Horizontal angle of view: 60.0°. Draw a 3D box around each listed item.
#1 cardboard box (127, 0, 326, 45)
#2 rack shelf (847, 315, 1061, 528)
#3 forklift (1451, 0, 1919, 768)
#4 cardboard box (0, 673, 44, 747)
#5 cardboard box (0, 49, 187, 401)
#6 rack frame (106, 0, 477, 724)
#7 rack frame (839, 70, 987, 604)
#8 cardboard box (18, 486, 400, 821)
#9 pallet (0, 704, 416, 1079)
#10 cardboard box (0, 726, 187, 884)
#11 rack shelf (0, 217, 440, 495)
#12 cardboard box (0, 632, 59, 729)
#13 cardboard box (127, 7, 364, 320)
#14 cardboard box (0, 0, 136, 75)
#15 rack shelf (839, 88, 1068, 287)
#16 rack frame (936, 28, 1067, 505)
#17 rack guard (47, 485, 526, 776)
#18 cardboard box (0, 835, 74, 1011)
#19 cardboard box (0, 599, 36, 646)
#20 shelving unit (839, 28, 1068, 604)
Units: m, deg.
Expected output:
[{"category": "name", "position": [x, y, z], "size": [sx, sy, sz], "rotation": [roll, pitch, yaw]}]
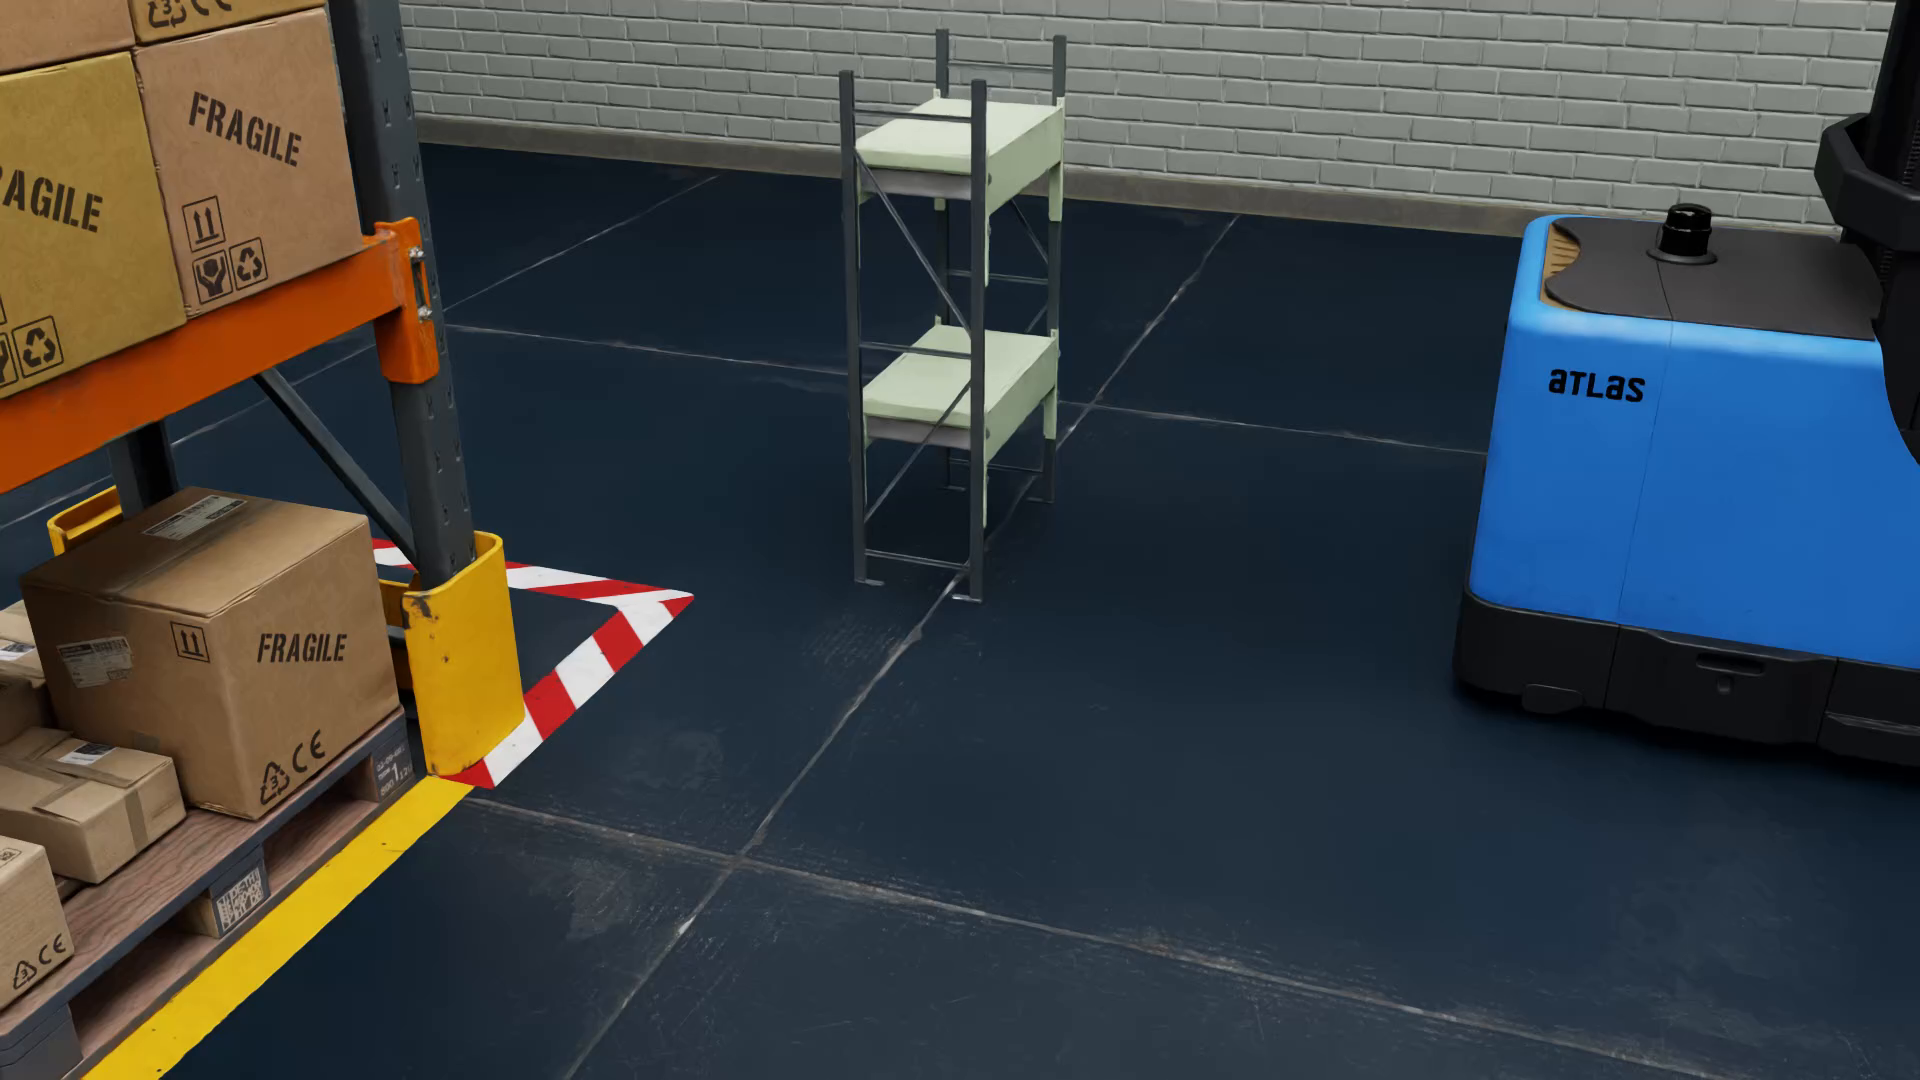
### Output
[{"category": "cardboard box", "position": [-1.579, -1.225, 3.075], "size": [0.500, 0.500, 0.500], "rotation": [9, 27, 17]}, {"category": "rack shelf", "position": [-0.002, -0.379, 5.060], "size": [0.431, 0.370, 0.720], "rotation": [9, 27, 17]}, {"category": "forklift", "position": [2.870, -0.876, 3.695], "size": [3.031, 2.935, 1.130], "rotation": [9, 27, 18]}, {"category": "cardboard box", "position": [-2.305, 0.475, 3.477], "size": [0.500, 0.250, 0.500], "rotation": [9, 27, 17]}, {"category": "cardboard box", "position": [-1.751, -0.560, 2.850], "size": [0.500, 0.500, 0.500], "rotation": [9, 27, 18]}, {"category": "rack frame", "position": [-1.690, -0.952, 3.775], "size": [1.000, 3.000, 0.127], "rotation": [9, 27, 17]}, {"category": "rack frame", "position": [-0.124, -0.522, 4.607], "size": [0.400, 1.500, 0.023], "rotation": [9, 27, 17]}, {"category": "cardboard box", "position": [-1.638, 0.234, 3.688], "size": [0.500, 0.500, 0.500], "rotation": [9, 27, 17]}, {"category": "pallet", "position": [-1.979, 0.662, 3.641], "size": [1.003, 0.211, 1.213], "rotation": [9, 27, 17]}, {"category": "cardboard box", "position": [-1.858, 0.537, 3.444], "size": [0.380, 0.166, 0.250], "rotation": [9, 27, 17]}, {"category": "rack shelf", "position": [-2.355, 0.193, 2.234], "size": [1.077, 0.370, 4.000], "rotation": [9, 27, 17]}, {"category": "cardboard box", "position": [-2.236, 0.350, 3.832], "size": [0.380, 0.166, 0.250], "rotation": [9, 27, 17]}, {"category": "cardboard box", "position": [-1.582, -0.774, 3.291], "size": [0.500, 0.500, 0.500], "rotation": [10, 27, 19]}, {"category": "cardboard box", "position": [-1.746, -1.017, 2.646], "size": [0.500, 0.500, 0.500], "rotation": [10, 27, 19]}, {"category": "rack shelf", "position": [-0.002, -1.024, 4.747], "size": [0.431, 0.370, 0.720], "rotation": [9, 27, 17]}, {"category": "rack frame", "position": [0.120, -0.823, 5.228], "size": [0.400, 1.500, 0.023], "rotation": [9, 27, 17]}, {"category": "rack guard", "position": [-1.715, 0.204, 4.255], "size": [1.175, 0.500, 0.348], "rotation": [9, 27, 17]}, {"category": "cardboard box", "position": [-1.983, 0.732, 2.946], "size": [0.500, 0.250, 0.500], "rotation": [9, 27, 17]}, {"category": "cardboard box", "position": [-2.153, 0.255, 4.048], "size": [0.380, 0.149, 0.250], "rotation": [9, 27, 17]}, {"category": "shelving unit", "position": [-0.002, -0.672, 4.917], "size": [0.431, 1.500, 0.755], "rotation": [9, 27, 17]}]
